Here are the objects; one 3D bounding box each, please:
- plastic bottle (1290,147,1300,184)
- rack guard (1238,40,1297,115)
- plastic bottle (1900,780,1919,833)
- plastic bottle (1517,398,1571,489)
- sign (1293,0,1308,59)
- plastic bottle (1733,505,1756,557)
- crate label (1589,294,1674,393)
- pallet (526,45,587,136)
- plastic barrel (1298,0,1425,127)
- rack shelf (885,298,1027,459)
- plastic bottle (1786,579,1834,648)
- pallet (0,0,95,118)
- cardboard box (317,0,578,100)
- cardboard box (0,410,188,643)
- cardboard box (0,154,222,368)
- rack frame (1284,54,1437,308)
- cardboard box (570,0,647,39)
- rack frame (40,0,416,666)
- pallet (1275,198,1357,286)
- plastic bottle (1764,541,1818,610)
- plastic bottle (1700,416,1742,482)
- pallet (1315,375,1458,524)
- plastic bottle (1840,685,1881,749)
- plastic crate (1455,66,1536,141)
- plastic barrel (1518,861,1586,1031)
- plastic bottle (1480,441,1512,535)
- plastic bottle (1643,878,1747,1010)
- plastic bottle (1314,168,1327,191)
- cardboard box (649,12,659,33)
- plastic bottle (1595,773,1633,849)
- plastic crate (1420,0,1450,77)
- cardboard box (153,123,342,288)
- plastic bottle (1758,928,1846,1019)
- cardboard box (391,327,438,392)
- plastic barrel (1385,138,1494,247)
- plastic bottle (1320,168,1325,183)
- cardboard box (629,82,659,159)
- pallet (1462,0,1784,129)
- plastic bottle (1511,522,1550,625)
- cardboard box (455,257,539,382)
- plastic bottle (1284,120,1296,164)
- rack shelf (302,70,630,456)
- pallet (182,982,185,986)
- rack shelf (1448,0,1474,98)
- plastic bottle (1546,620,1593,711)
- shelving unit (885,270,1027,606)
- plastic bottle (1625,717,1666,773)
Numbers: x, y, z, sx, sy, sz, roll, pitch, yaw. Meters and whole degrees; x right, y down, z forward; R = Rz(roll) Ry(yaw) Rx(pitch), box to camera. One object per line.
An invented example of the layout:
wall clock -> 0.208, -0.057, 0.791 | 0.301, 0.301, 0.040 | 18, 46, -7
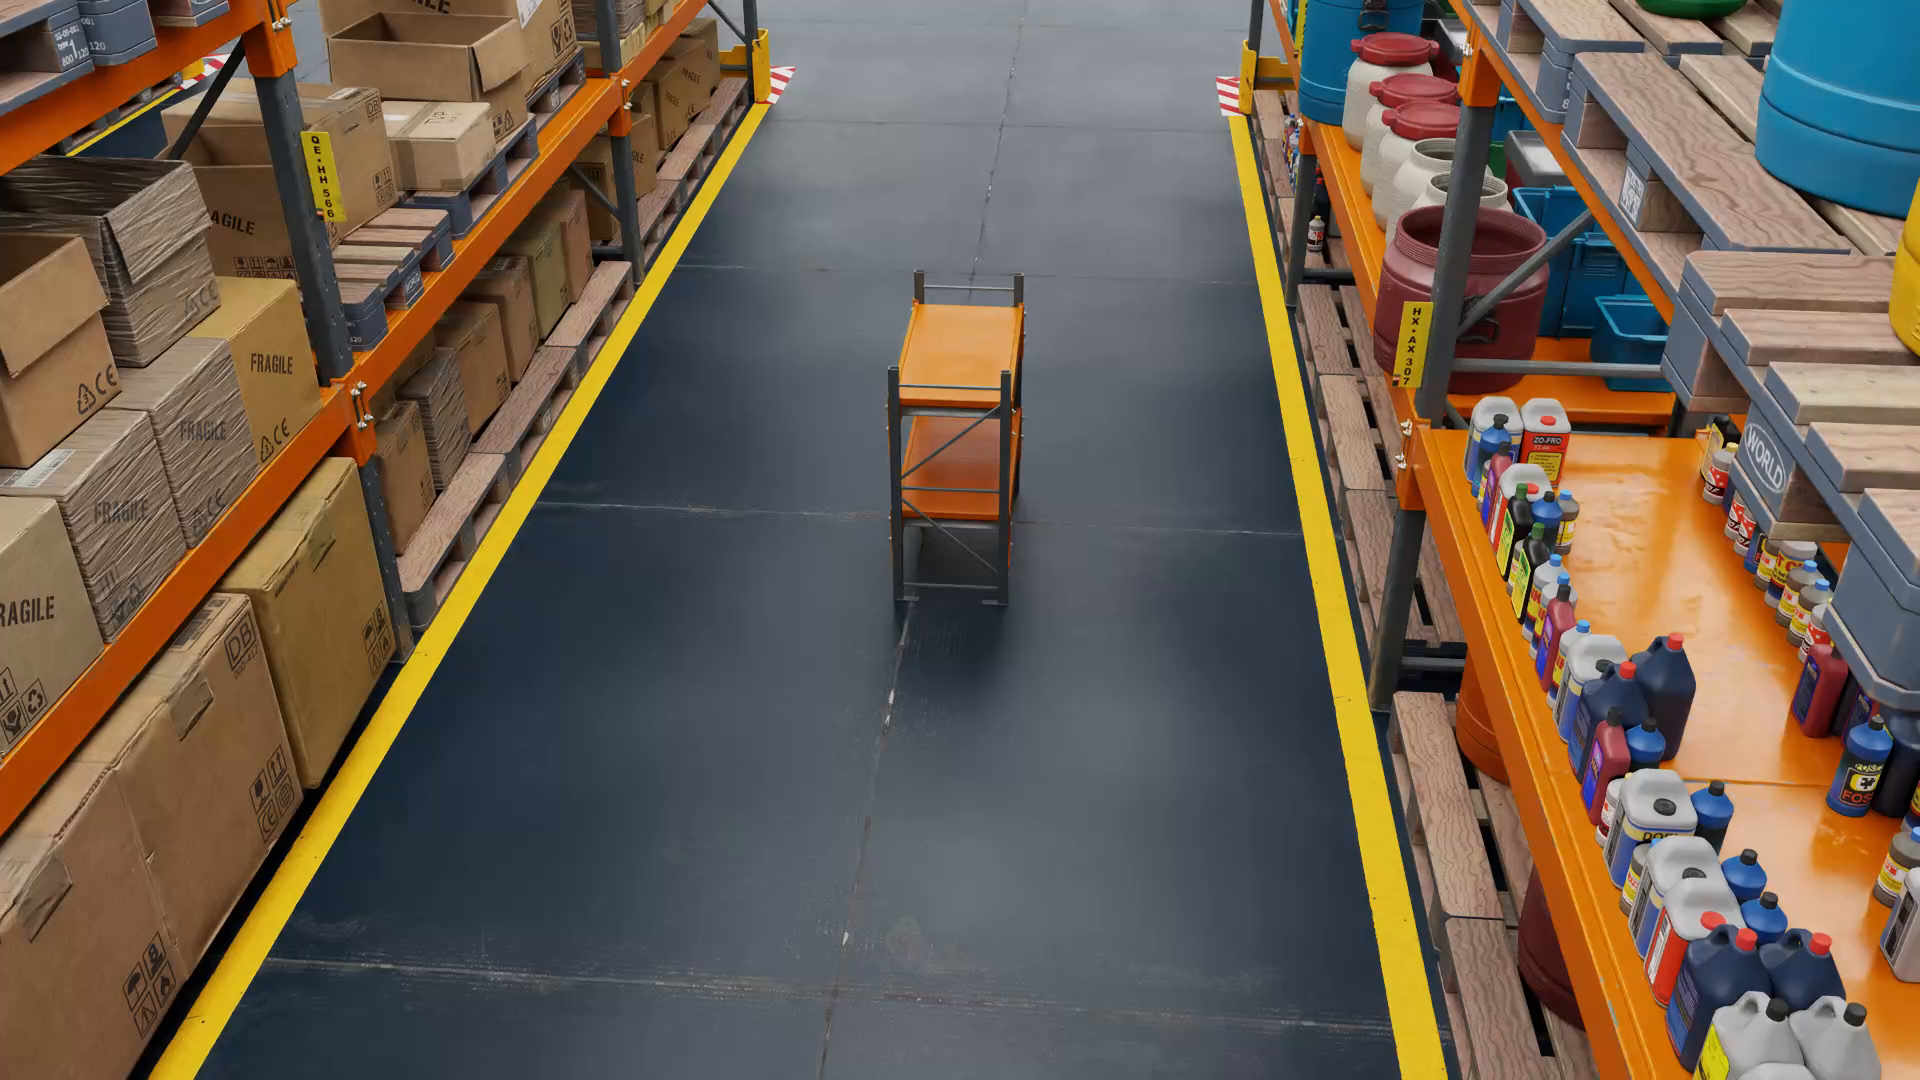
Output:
plastic bottle -> 2.280, -2.533, 11.182 | 0.097, 0.271, 0.097 | 0, 32, 0
rack guard -> 2.831, -3.673, 13.234 | 1.175, 0.500, 0.348 | 2, 32, 4
plastic bottle -> 2.370, 0.609, 4.026 | 0.097, 0.271, 0.097 | 0, 32, 0
plastic bottle -> 1.933, -0.324, 5.535 | 0.152, 0.276, 0.135 | 2, 32, 4
sign -> 1.918, -2.835, 9.227 | 0.100, 0.325, 0.005 | 2, 32, 4
plastic bottle -> 2.477, -0.050, 5.162 | 0.097, 0.201, 0.097 | 0, 32, 0
crate label -> 2.547, -0.729, 6.233 | 0.303, 0.233, 0.416 | 2, 32, 4
pallet -> -2.679, -2.424, 9.007 | 1.003, 0.211, 1.213 | 2, 32, 4
plastic barrel -> 2.132, -2.712, 8.814 | 0.600, 0.901, 0.708 | 2, 32, 4
rack shelf -> -0.001, -0.725, 7.296 | 0.538, 0.278, 1.000 | 2, 32, 4
plastic bottle -> 2.438, 0.204, 4.749 | 0.097, 0.201, 0.097 | 0, 32, 0
pallet -> -2.885, -1.080, 3.965 | 1.003, 0.211, 1.213 | 4, 32, 6
cardboard box -> -2.676, -2.924, 8.663 | 1.000, 1.000, 1.000 | 3, 32, 4
cardboard box -> -2.676, -0.049, 4.876 | 0.500, 0.500, 0.500 | 1, 32, 2
cardboard box -> -2.873, -0.895, 5.293 | 0.797, 0.503, 0.637 | 3, 32, 6
rack frame -> 2.465, -2.688, 9.252 | 1.000, 3.000, 0.127 | 2, 32, 4
cardboard box -> -2.373, -3.301, 9.868 | 0.875, 0.500, 0.500 | 2, 32, 4
rack frame -> -2.797, -0.807, 6.201 | 1.000, 3.000, 0.127 | 2, 32, 4
pallet -> 2.561, -1.850, 10.550 | 1.003, 0.211, 1.213 | 2, 32, 4
plastic bottle -> 2.453, 0.072, 4.896 | 0.097, 0.271, 0.097 | 0, 32, 0
plastic bottle -> 2.532, -0.316, 5.516 | 0.061, 0.283, 0.133 | 2, 32, 4
pallet -> 2.343, -0.448, 8.276 | 1.003, 0.211, 1.213 | 2, 32, 4
plastic bottle -> 2.352, 0.445, 4.280 | 0.061, 0.283, 0.133 | 2, 32, 4
plastic crate -> 2.685, -2.091, 8.299 | 0.392, 0.384, 0.575 | 2, 32, 4
plastic barrel -> 2.024, 1.099, 5.006 | 0.600, 0.588, 0.708 | 2, 32, 4
plastic bottle -> 1.710, -0.164, 5.268 | 0.061, 0.283, 0.133 | 2, 32, 4
plastic bottle -> 1.594, 0.874, 3.591 | 0.152, 0.276, 0.135 | 2, 32, 4
plastic bottle -> 2.246, -2.197, 10.561 | 0.144, 0.351, 0.185 | 1, 32, 2
cardboard box -> -2.117, -3.285, 10.461 | 0.380, 0.149, 0.250 | 2, 32, 4
plastic bottle -> 1.606, 0.652, 4.022 | 0.097, 0.201, 0.097 | 0, 32, 0
plastic crate -> 2.634, -2.929, 9.704 | 0.767, 0.338, 0.504 | 2, 32, 4
cardboard box -> -2.793, -1.313, 6.526 | 0.500, 0.500, 0.500 | -1, 32, -2
plastic bottle -> 1.721, 0.932, 3.426 | 0.144, 0.351, 0.185 | 2, 32, 4
cardboard box -> -2.740, -0.879, 7.566 | 0.500, 0.250, 0.500 | 6, 32, 10
plastic barrel -> 2.044, -1.411, 7.074 | 0.421, 0.512, 0.421 | 0, 32, 0
plastic bottle -> 2.376, -2.346, 10.867 | 0.061, 0.283, 0.133 | 2, 32, 4
cardboard box -> -2.388, -2.849, 11.496 | 0.500, 0.500, 0.500 | 0, 32, 0
pallet -> 1.979, -1.397, 4.478 | 1.003, 0.211, 1.213 | 2, 32, 4
plastic bottle -> 1.669, 0.097, 4.845 | 0.061, 0.283, 0.133 | 2, 32, 4
cardboard box -> -2.646, -1.161, 8.738 | 0.700, 0.500, 0.500 | 0, 32, 0
plastic bottle -> 2.296, -2.758, 11.535 | 0.061, 0.283, 0.133 | 3, 32, 5
rack shelf -> -2.634, -1.547, 8.087 | 1.077, 0.370, 4.000 | 2, 32, 4
pallet -> -3.039, 1.425, 5.237 | 1.003, 0.211, 1.213 | 2, 32, 4
rack shelf -> 2.302, -2.612, 6.957 | 1.077, 0.370, 4.000 | 2, 32, 4
plastic bottle -> 1.651, 0.335, 4.470 | 0.097, 0.271, 0.097 | 0, 32, 0
shelving unit -> -0.001, -0.475, 7.449 | 0.538, 1.125, 1.048 | 2, 32, 4
plastic bottle -> 1.678, 0.555, 4.113 | 0.097, 0.271, 0.097 | 0, 32, 0
